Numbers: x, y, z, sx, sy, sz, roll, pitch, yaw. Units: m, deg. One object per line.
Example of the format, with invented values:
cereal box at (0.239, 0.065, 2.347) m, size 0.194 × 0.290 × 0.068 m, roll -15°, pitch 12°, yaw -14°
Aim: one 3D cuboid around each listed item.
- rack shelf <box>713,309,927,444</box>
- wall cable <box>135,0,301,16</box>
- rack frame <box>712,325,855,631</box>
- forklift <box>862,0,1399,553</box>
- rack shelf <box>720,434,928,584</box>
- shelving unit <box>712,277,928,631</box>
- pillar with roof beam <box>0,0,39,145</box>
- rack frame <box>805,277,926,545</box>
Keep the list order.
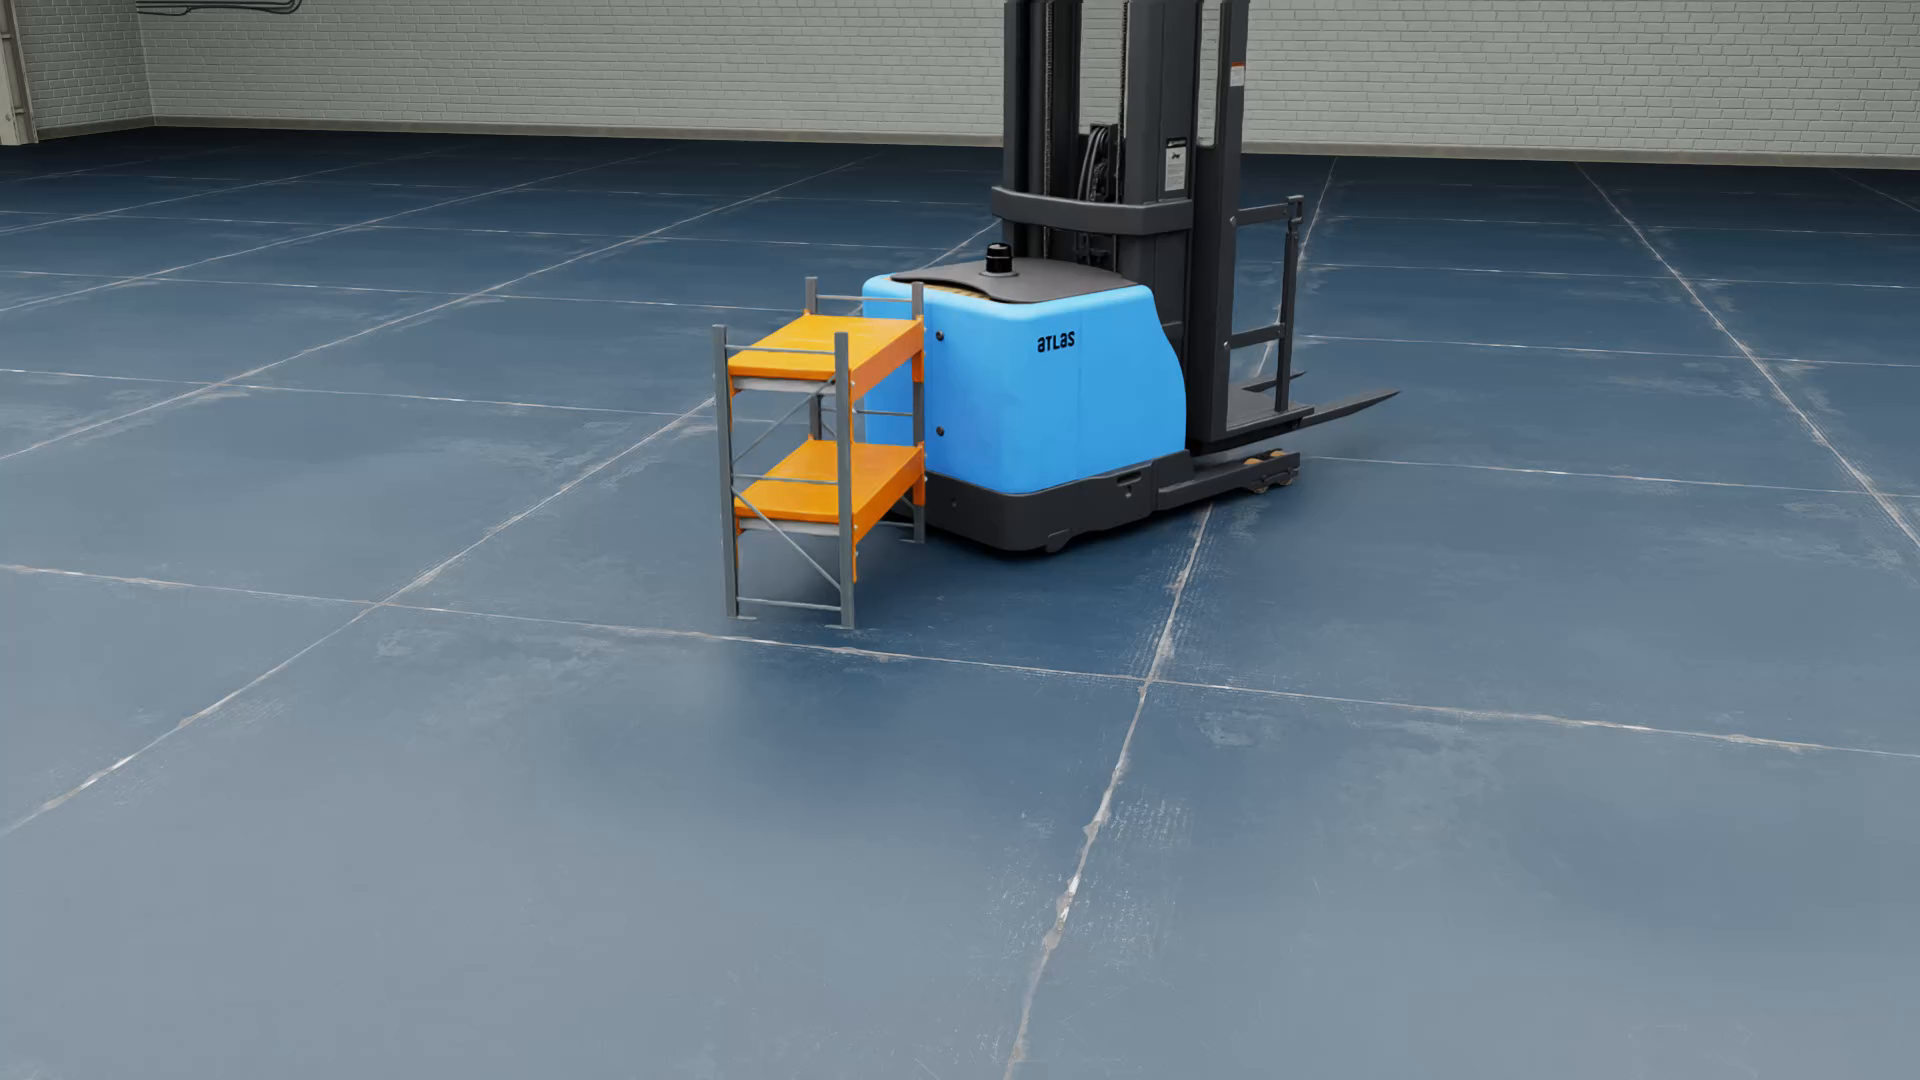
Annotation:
rack shelf at (-0.517, -0.654, 6.456) m, size 0.538 × 0.278 × 1.000 m, roll 5°, pitch 19°, yaw 13°
wall cable at (-11.439, -9.270, 25.210) m, size 3.097 × 2.526 × 0.112 m, roll 5°, pitch 19°, yaw 13°
rack frame at (-0.640, -0.217, 6.083) m, size 0.500 × 1.125 × 0.032 m, roll 5°, pitch 19°, yaw 13°
forklift at (0.988, -1.714, 7.672) m, size 3.031 × 2.935 × 1.130 m, roll -17°, pitch 25°, yaw -40°
rack shelf at (-0.517, -0.145, 6.629) m, size 0.538 × 0.278 × 1.000 m, roll 5°, pitch 19°, yaw 13°
shelving unit at (-0.517, -0.377, 6.550) m, size 0.538 × 1.125 × 1.048 m, roll 5°, pitch 19°, yaw 13°
pillar with roof beam at (-9.267, -9.581, 21.315) m, size 9.100 × 9.000 × 0.400 m, roll 5°, pitch 19°, yaw 13°
rack frame at (-0.394, -0.536, 7.017) m, size 0.500 × 1.125 × 0.032 m, roll 5°, pitch 19°, yaw 13°
